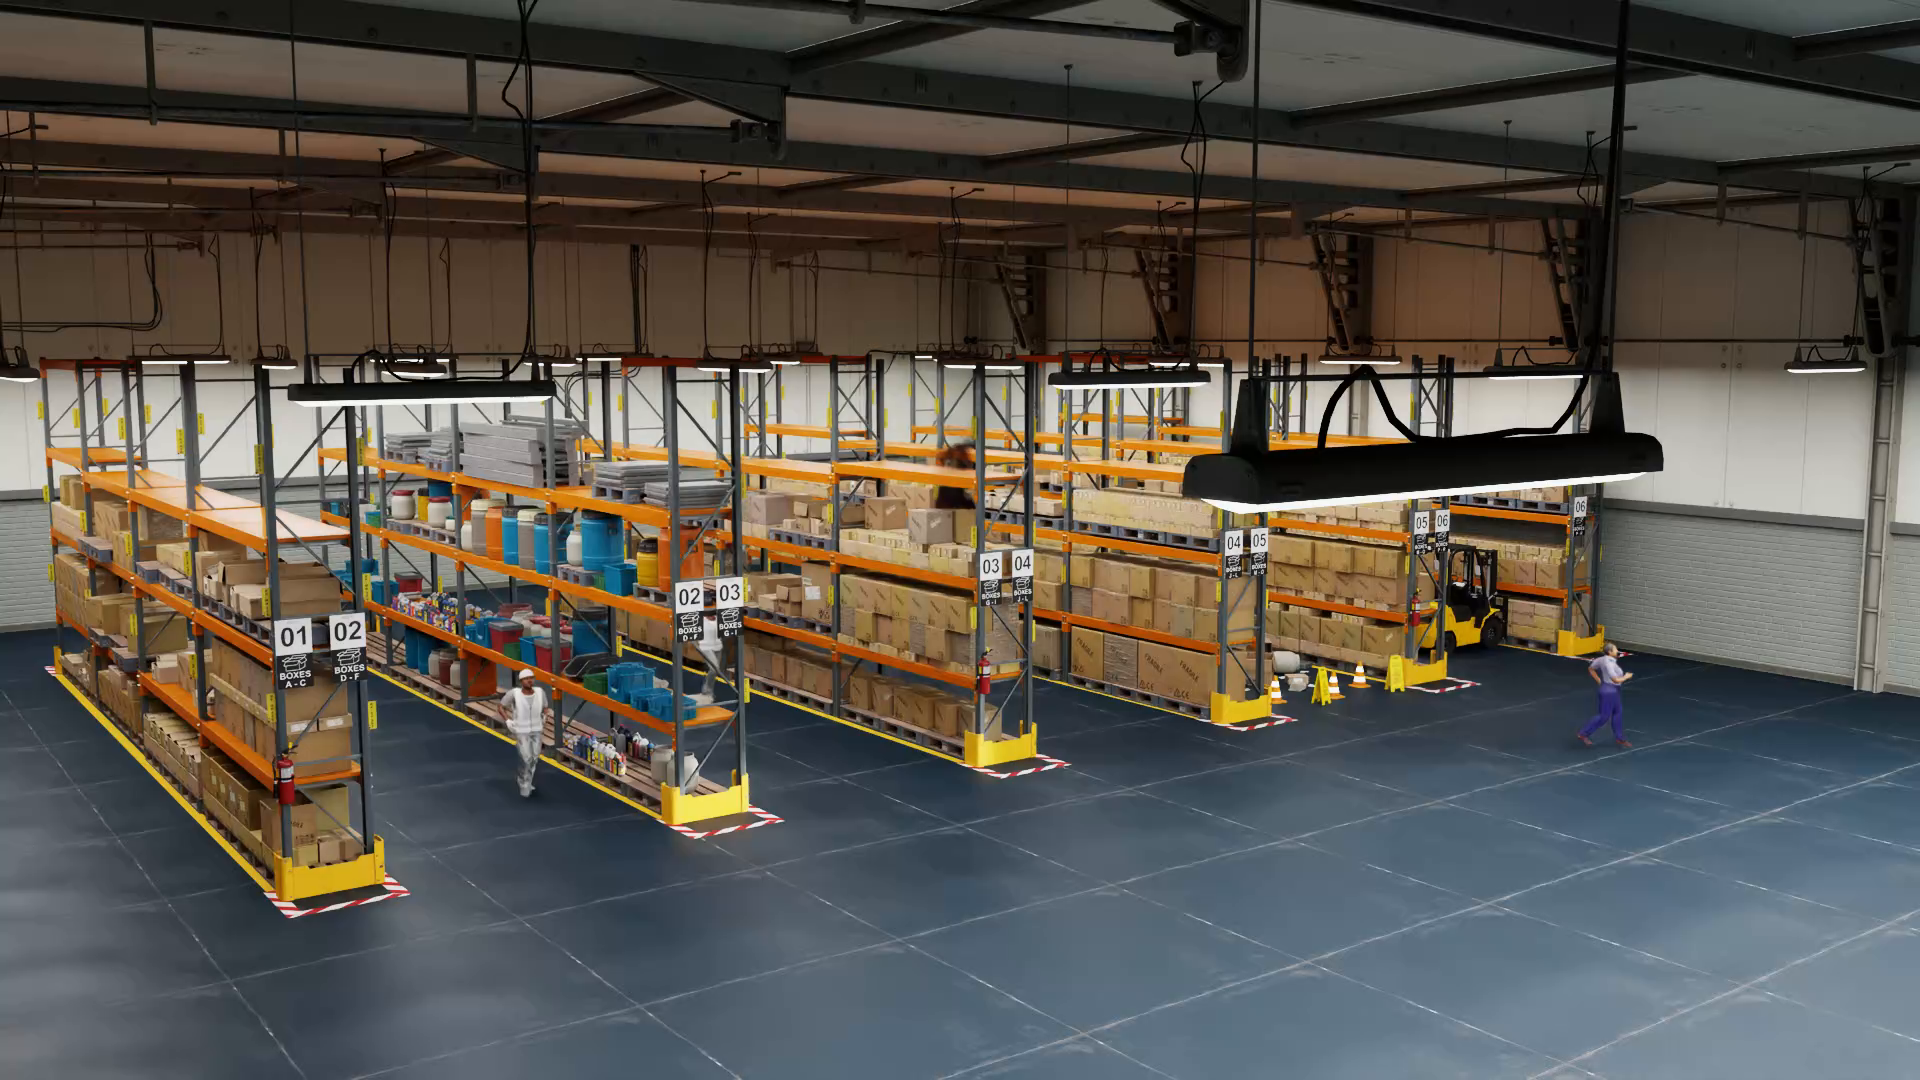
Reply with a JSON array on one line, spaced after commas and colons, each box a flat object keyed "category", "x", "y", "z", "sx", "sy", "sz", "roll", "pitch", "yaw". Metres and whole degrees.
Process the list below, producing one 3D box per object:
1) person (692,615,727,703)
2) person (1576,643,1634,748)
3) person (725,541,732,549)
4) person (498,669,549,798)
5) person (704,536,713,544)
[{"category": "person", "x": -4.370, "y": 1.953, "z": 29.256, "sx": 0.671, "sy": 1.801, "sz": 0.728, "roll": -7, "pitch": 10, "yaw": -45}, {"category": "person", "x": 10.034, "y": 2.410, "z": 25.774, "sx": 0.904, "sy": 1.665, "sz": 0.595, "roll": 1, "pitch": 7, "yaw": 10}, {"category": "person", "x": -5.775, "y": 0.548, "z": 41.621, "sx": 0.796, "sy": 1.707, "sz": 0.688, "roll": -3, "pitch": 7, "yaw": -22}, {"category": "person", "x": -6.004, "y": 2.700, "z": 23.130, "sx": 0.660, "sy": 1.823, "sz": 0.629, "roll": -5, "pitch": 9, "yaw": -37}, {"category": "person", "x": -6.144, "y": 0.690, "z": 40.087, "sx": 0.577, "sy": 1.663, "sz": 0.809, "roll": 2, "pitch": 7, "yaw": 15}]
